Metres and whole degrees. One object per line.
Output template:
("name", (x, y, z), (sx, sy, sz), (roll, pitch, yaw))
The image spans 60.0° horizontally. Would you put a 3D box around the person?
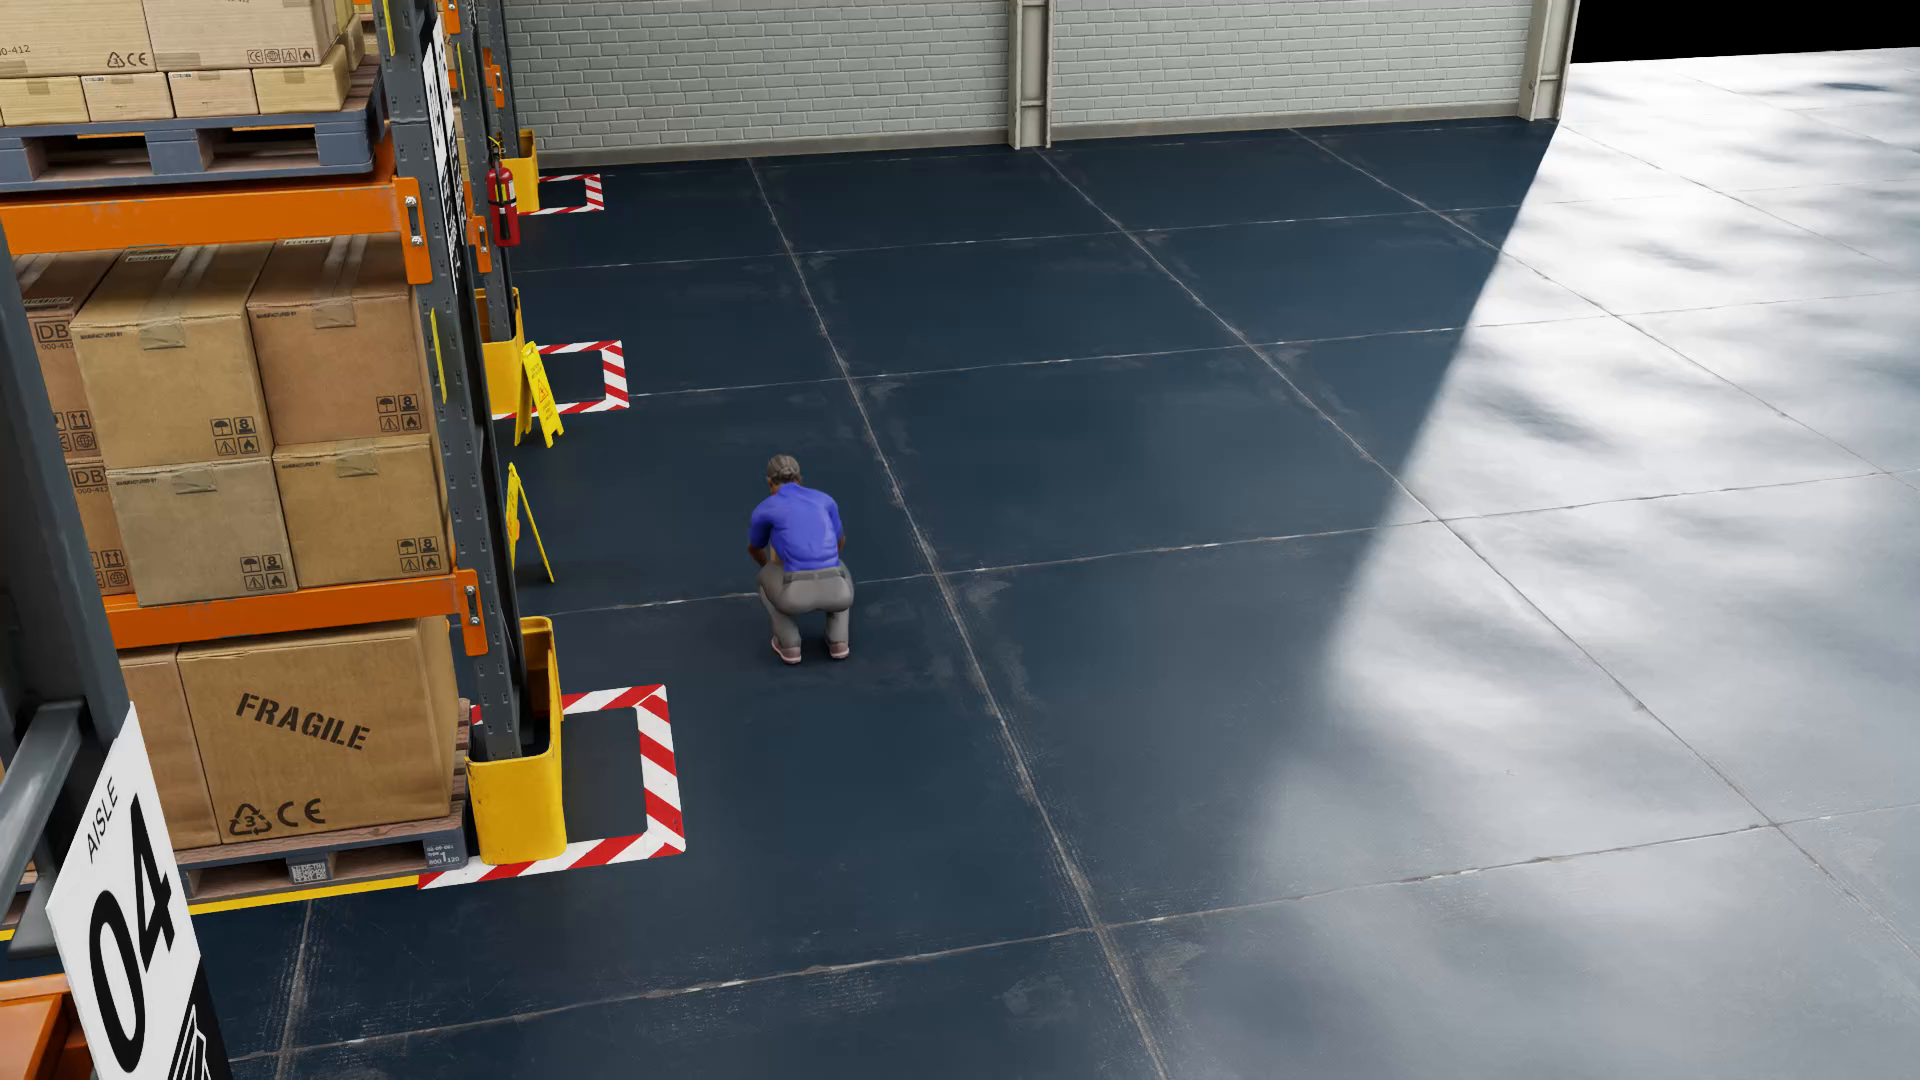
("person", (-0.792, 0.083, 8.296), (0.501, 0.913, 0.830), (-6, 27, -11))
